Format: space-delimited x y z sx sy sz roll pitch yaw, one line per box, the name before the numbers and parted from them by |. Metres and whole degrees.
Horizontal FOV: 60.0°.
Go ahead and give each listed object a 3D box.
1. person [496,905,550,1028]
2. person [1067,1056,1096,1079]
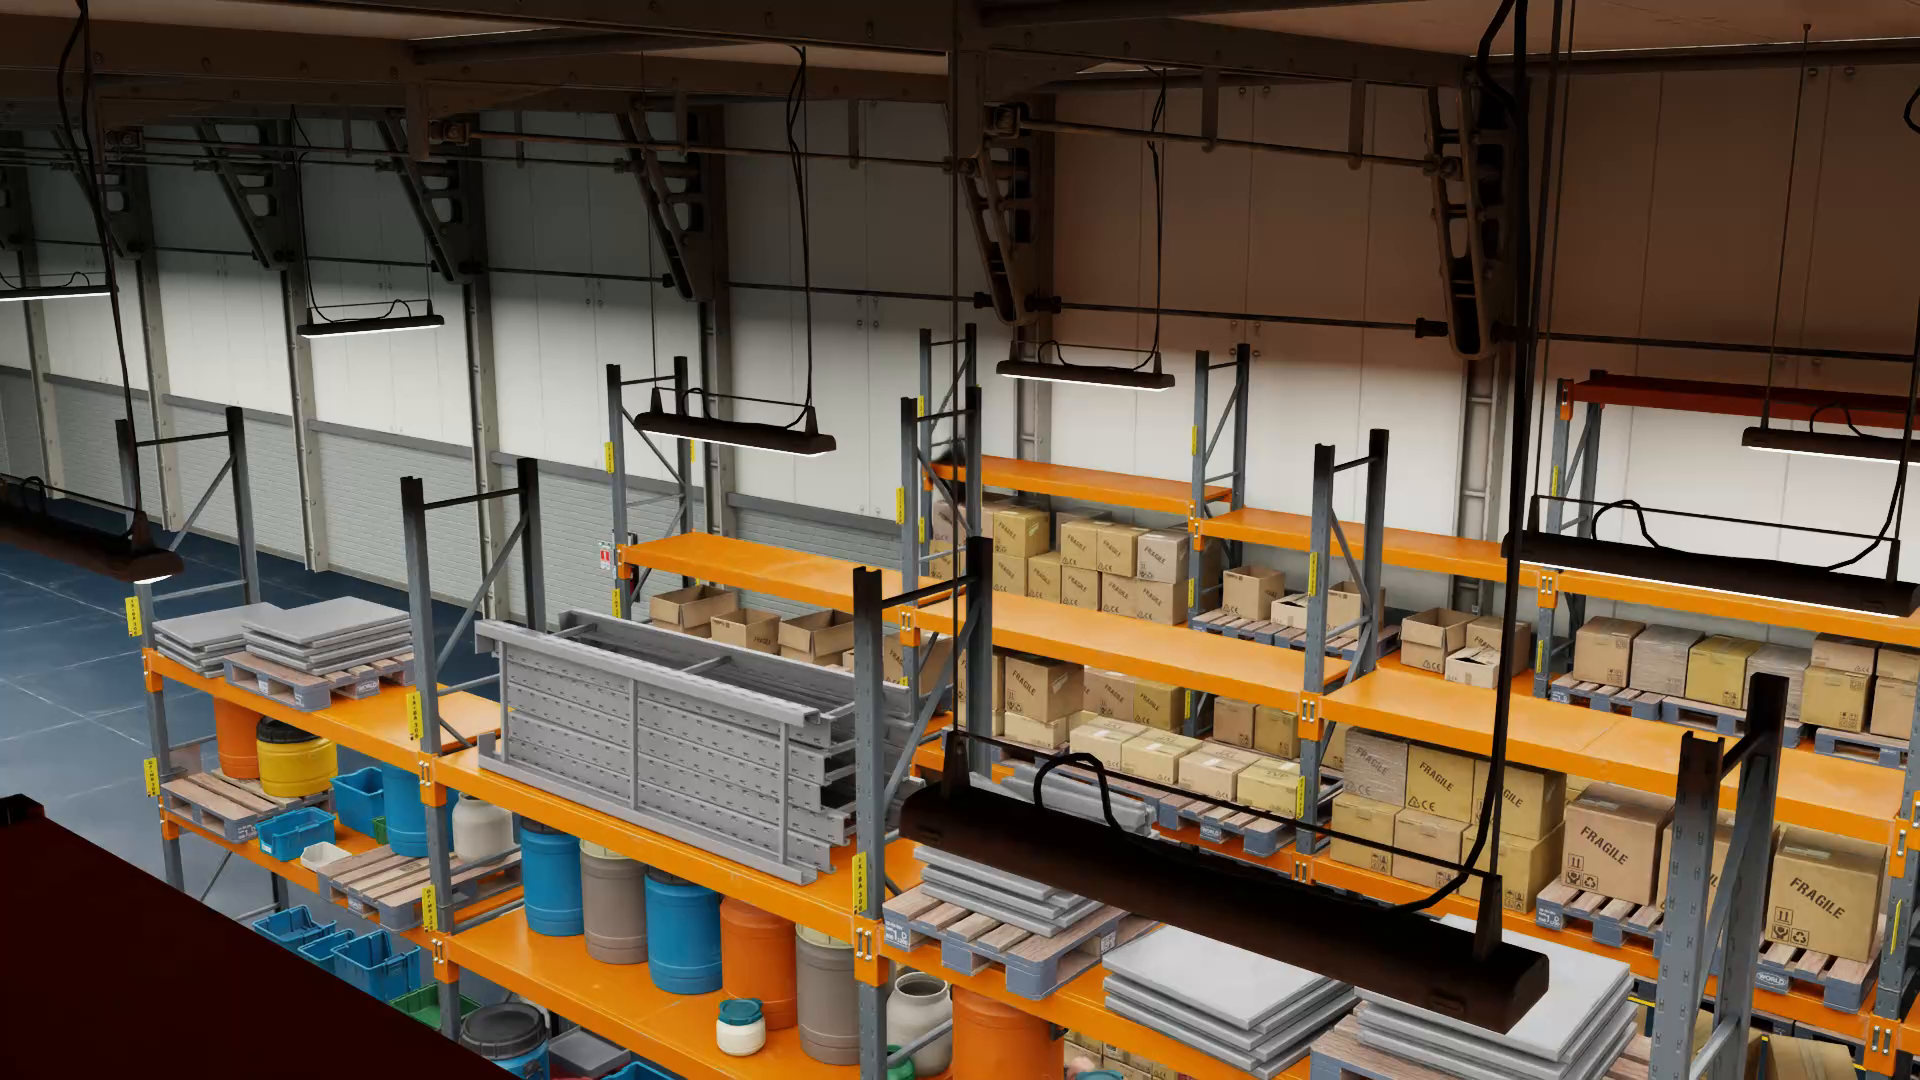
person | -3.967 3.763 15.597 0.613 1.732 0.813 10 16 37
person | 0.871 4.559 12.140 0.689 1.709 0.624 8 15 33
